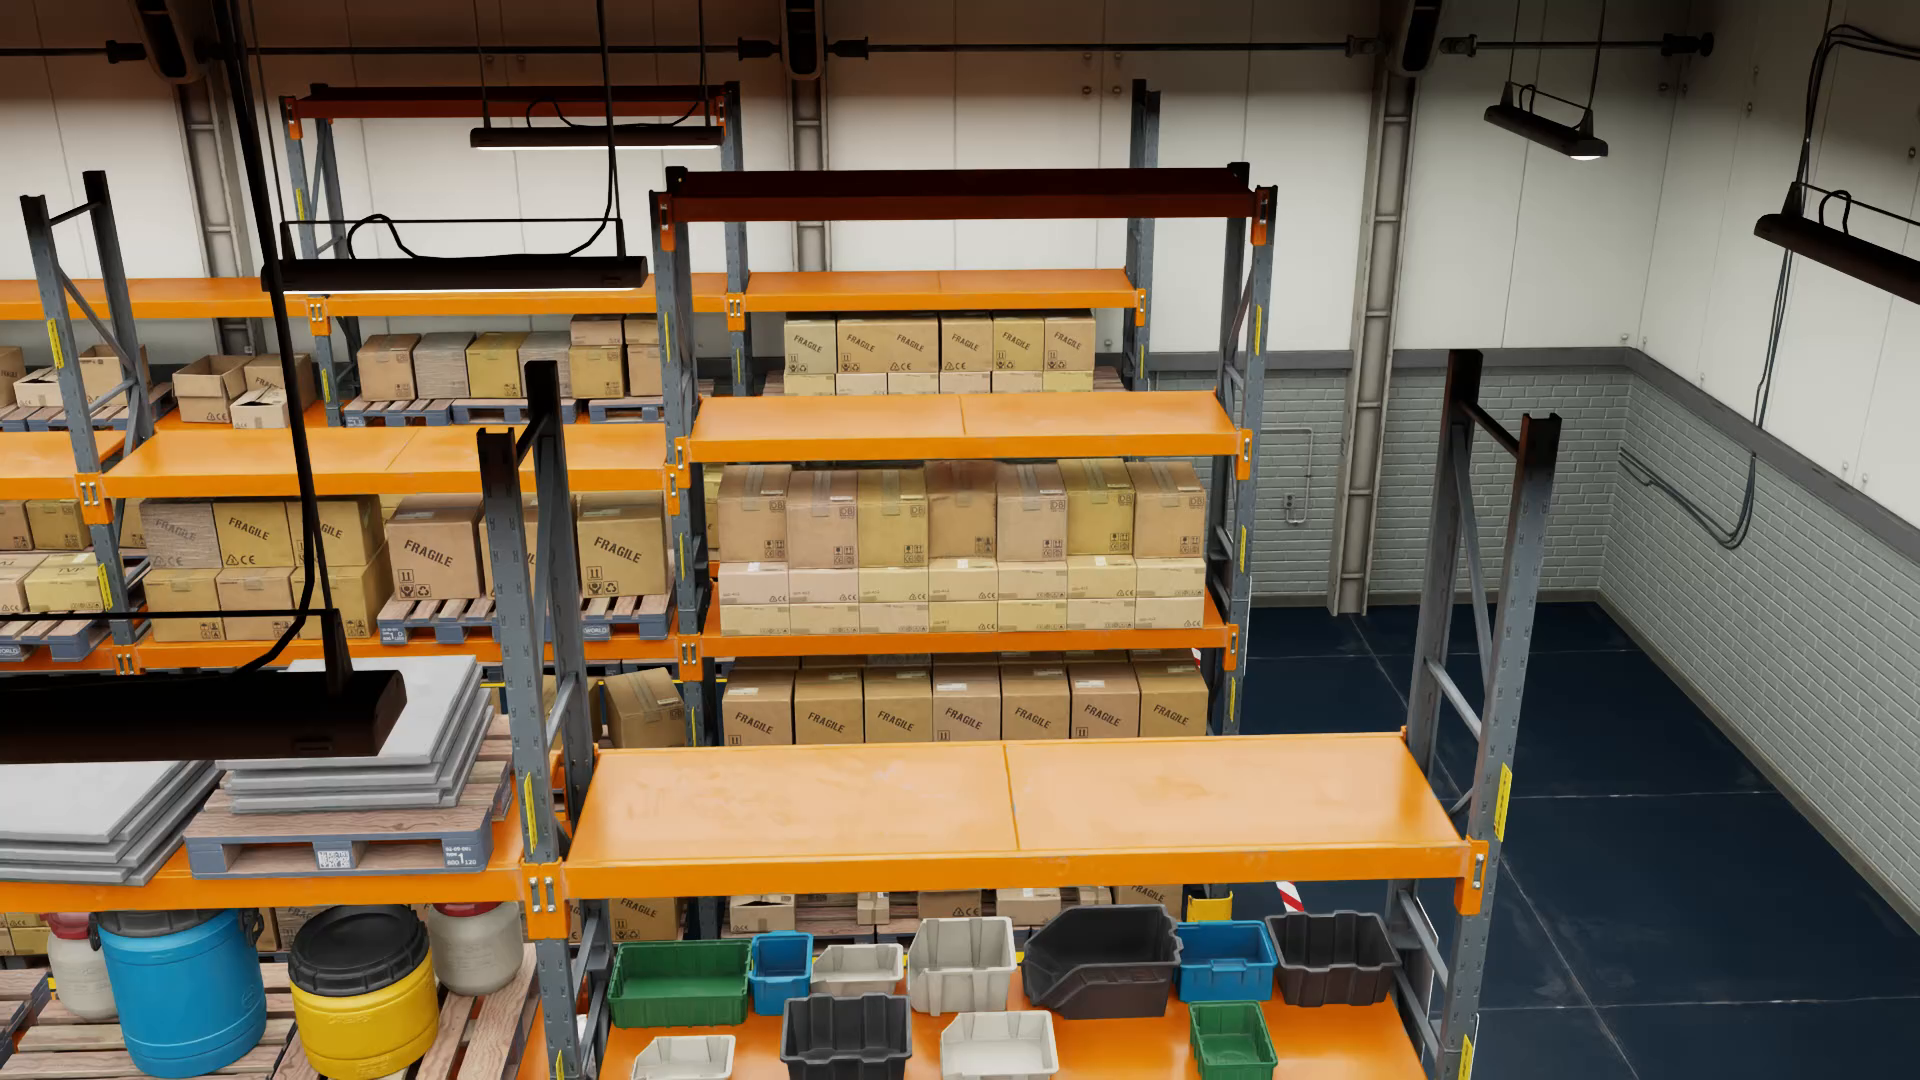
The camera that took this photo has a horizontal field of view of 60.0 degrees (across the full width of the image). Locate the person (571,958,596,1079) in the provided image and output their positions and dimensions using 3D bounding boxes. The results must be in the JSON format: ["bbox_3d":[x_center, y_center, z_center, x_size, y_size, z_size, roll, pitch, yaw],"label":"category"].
[{"bbox_3d":[-2.344,3.405,10.574,0.630,1.686,0.543,3,22,8],"label":"person"}]
